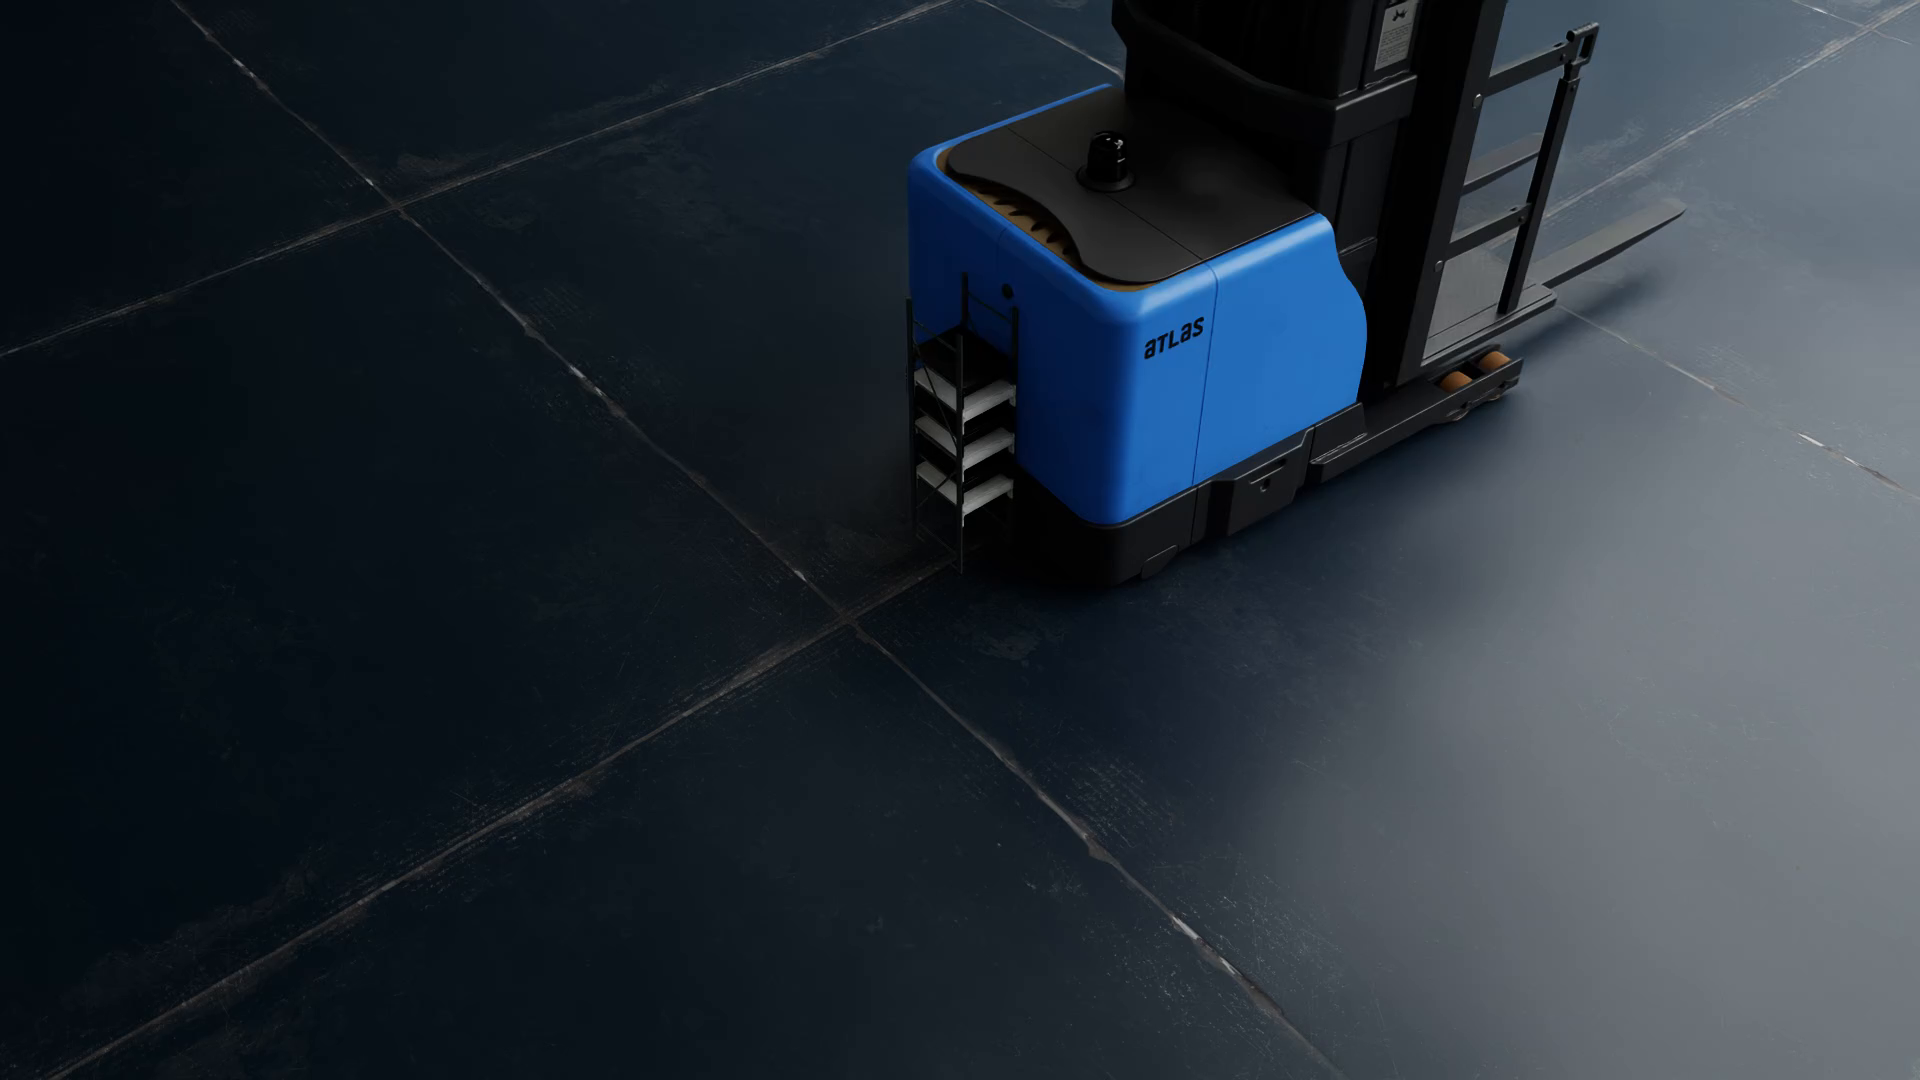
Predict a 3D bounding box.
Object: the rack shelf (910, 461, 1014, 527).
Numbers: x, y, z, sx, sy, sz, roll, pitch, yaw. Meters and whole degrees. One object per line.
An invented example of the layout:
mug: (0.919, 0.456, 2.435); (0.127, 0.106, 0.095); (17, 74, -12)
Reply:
rack shelf: (0.006, -0.176, 5.092); (0.200, 0.077, 0.258); (-30, 51, -28)

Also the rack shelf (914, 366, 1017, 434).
rack shelf: (0.006, -0.438, 4.845); (0.200, 0.077, 0.258); (-30, 51, -28)

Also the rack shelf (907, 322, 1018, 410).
rack shelf: (0.006, -0.504, 4.784); (0.200, 0.077, 0.258); (-30, 51, -28)

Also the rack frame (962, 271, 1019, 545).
rack frame: (0.084, -0.376, 4.993); (0.006, 0.900, 0.240); (-30, 51, -28)

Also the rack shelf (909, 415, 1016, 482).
rack shelf: (0.006, -0.307, 4.969); (0.200, 0.077, 0.258); (-30, 51, -28)

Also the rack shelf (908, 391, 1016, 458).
rack shelf: (0.006, -0.373, 4.907); (0.200, 0.077, 0.258); (-30, 51, -28)

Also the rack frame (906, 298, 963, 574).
rack frame: (-0.072, -0.287, 4.898); (0.006, 0.900, 0.240); (-30, 51, -28)

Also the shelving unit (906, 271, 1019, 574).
shelving unit: (0.006, -0.332, 4.946); (0.210, 0.900, 0.258); (-30, 51, -28)

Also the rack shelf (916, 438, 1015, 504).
rack shelf: (0.006, -0.242, 5.030); (0.200, 0.077, 0.258); (-30, 51, -28)

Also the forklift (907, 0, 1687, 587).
forklift: (1.320, -1.743, 4.965); (3.031, 2.935, 1.130); (-26, 49, -25)
